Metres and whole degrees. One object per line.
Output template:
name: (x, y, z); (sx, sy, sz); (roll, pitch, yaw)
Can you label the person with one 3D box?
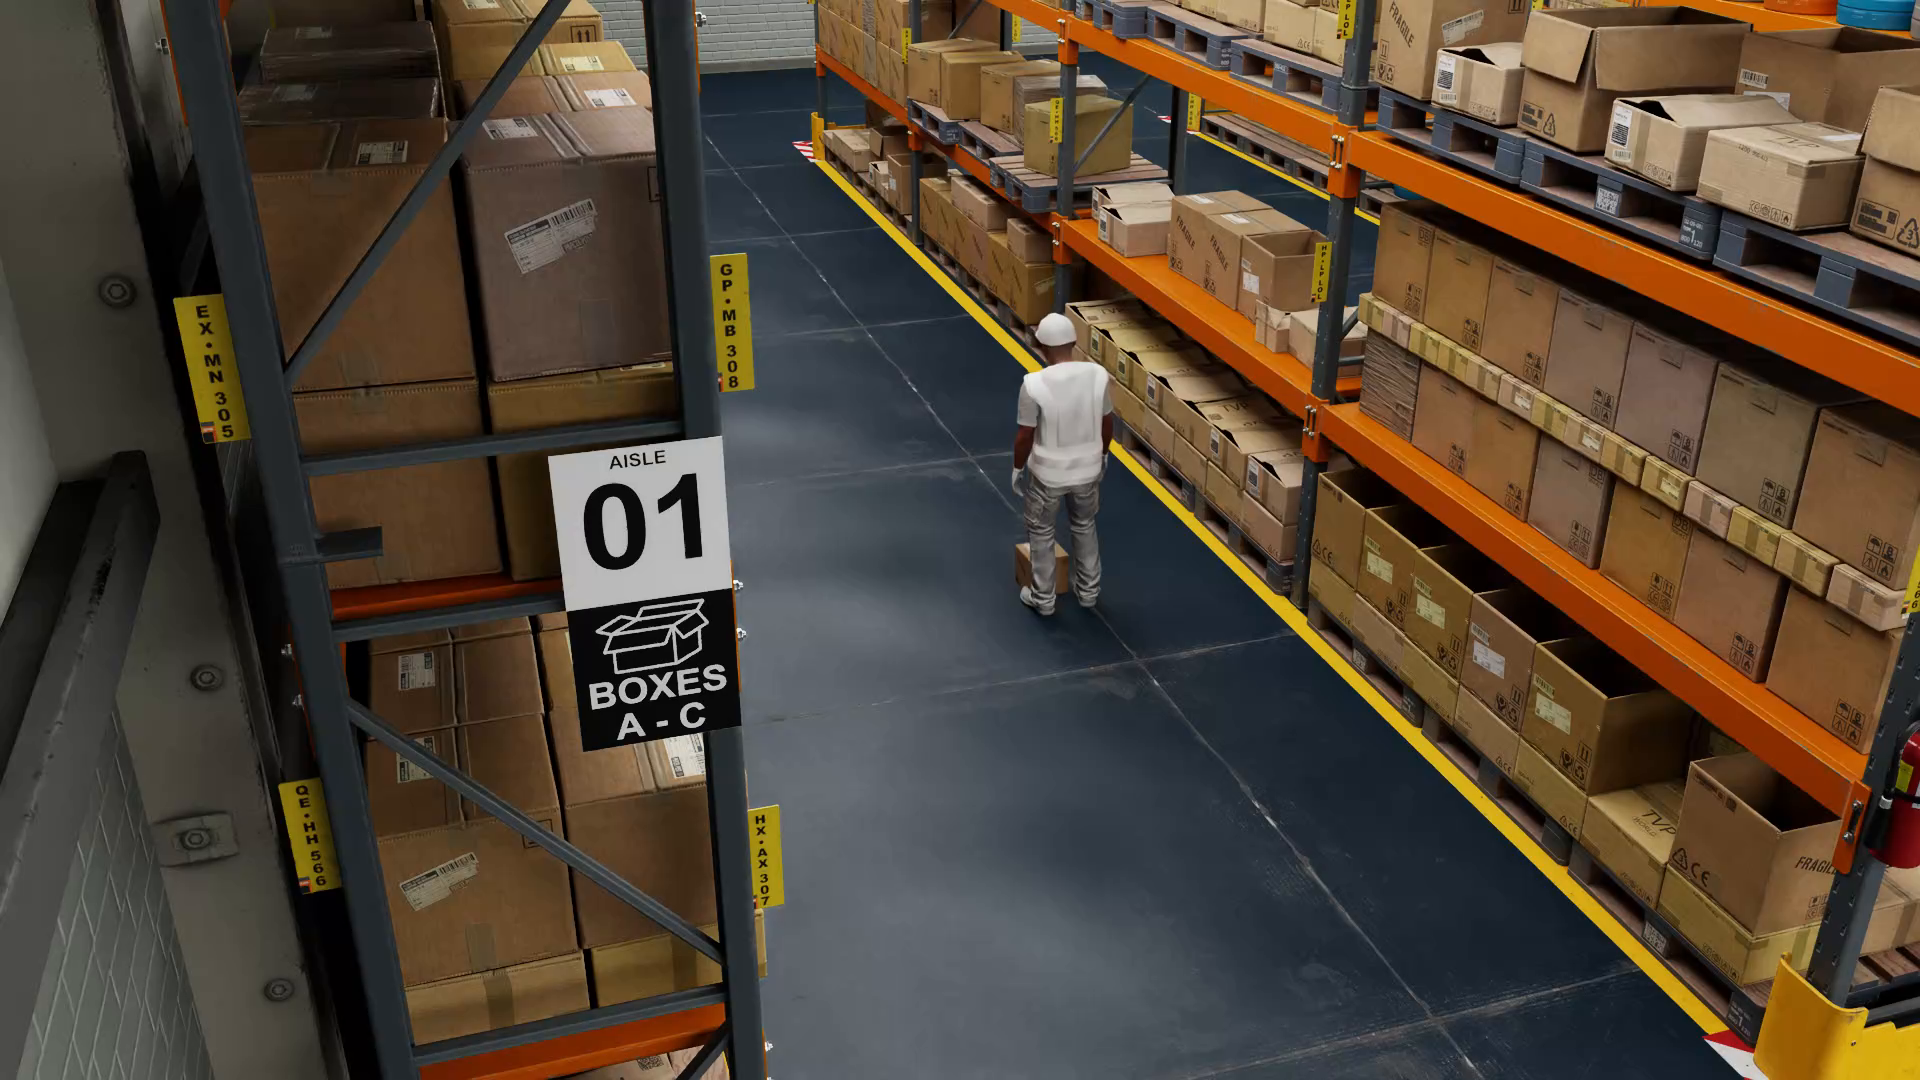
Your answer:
person: (0.574, -0.416, 9.450); (0.604, 1.774, 0.446); (-9, 28, -18)
